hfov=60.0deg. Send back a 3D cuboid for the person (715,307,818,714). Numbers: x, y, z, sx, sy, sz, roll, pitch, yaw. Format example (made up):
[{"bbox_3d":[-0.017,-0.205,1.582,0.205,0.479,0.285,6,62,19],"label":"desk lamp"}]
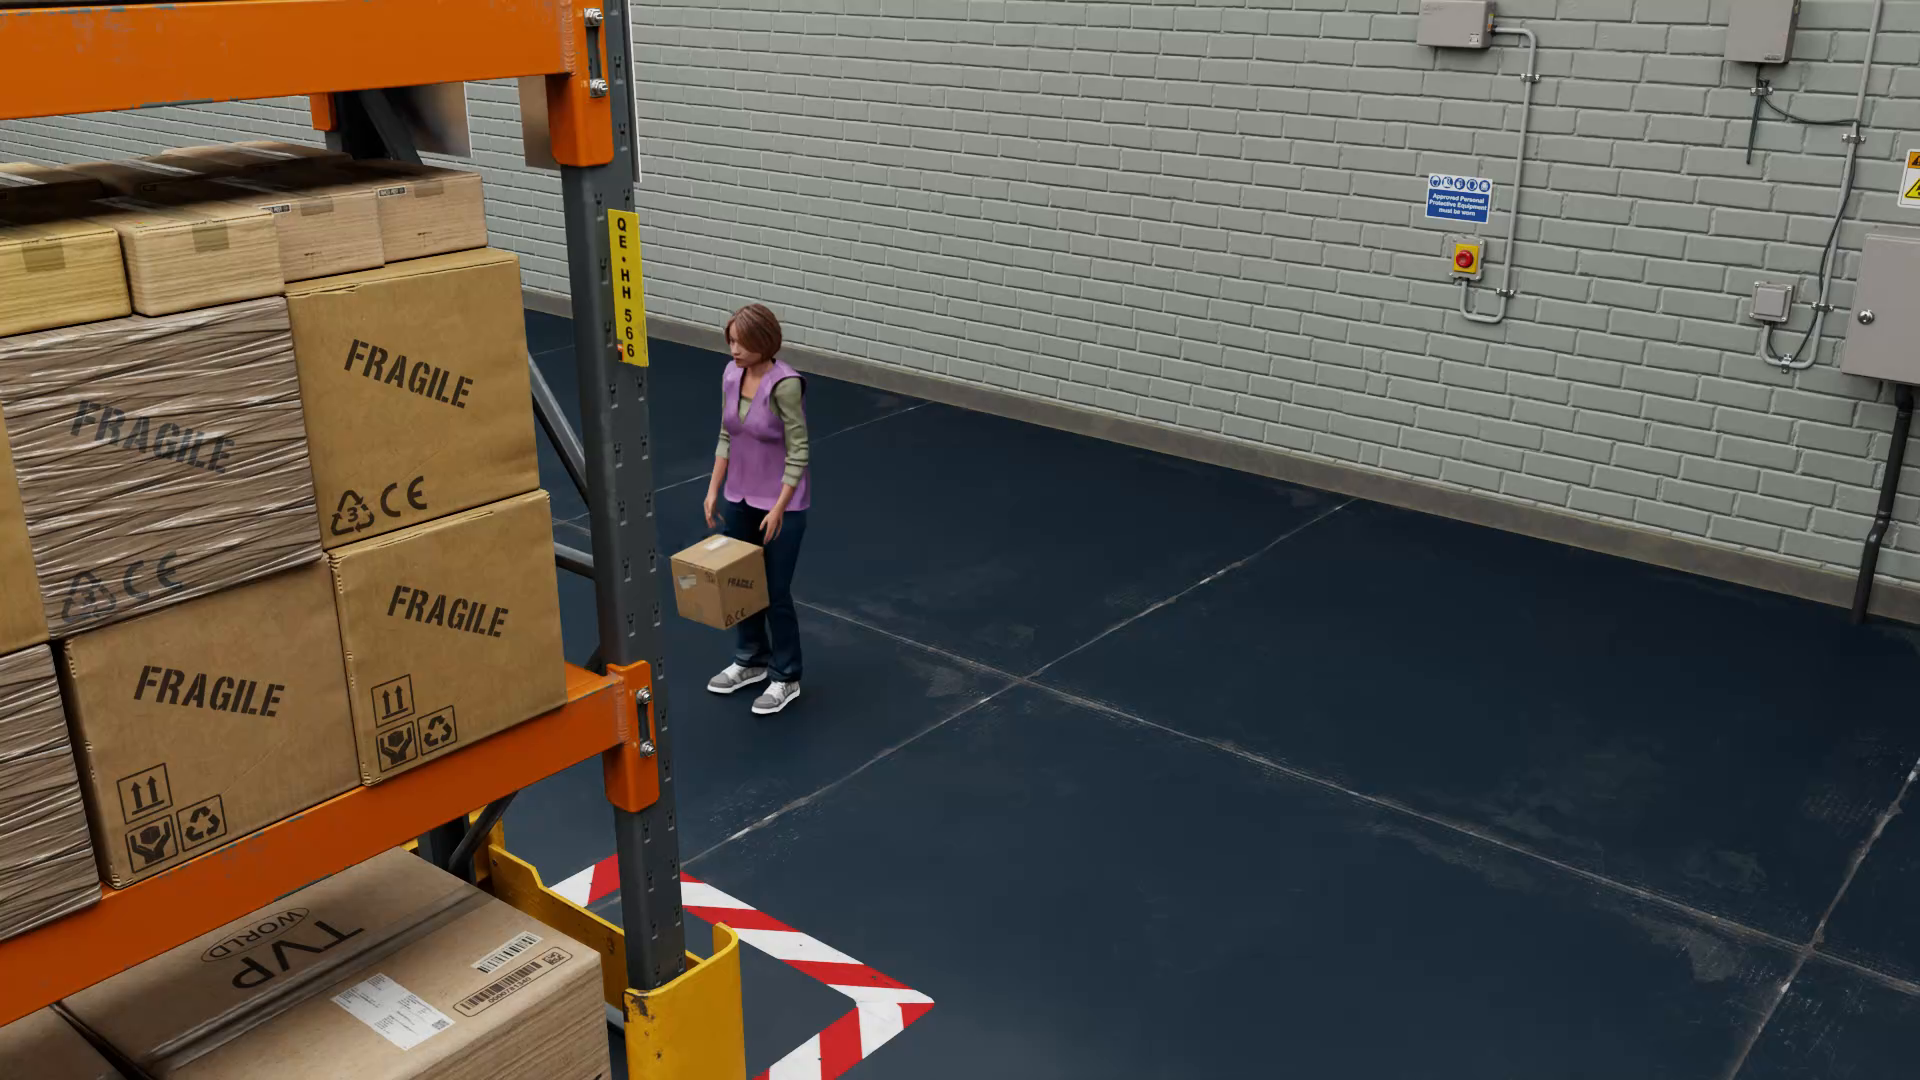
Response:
[{"bbox_3d":[-0.766,-0.121,6.418,0.476,1.592,0.377,14,25,33],"label":"person"}]
